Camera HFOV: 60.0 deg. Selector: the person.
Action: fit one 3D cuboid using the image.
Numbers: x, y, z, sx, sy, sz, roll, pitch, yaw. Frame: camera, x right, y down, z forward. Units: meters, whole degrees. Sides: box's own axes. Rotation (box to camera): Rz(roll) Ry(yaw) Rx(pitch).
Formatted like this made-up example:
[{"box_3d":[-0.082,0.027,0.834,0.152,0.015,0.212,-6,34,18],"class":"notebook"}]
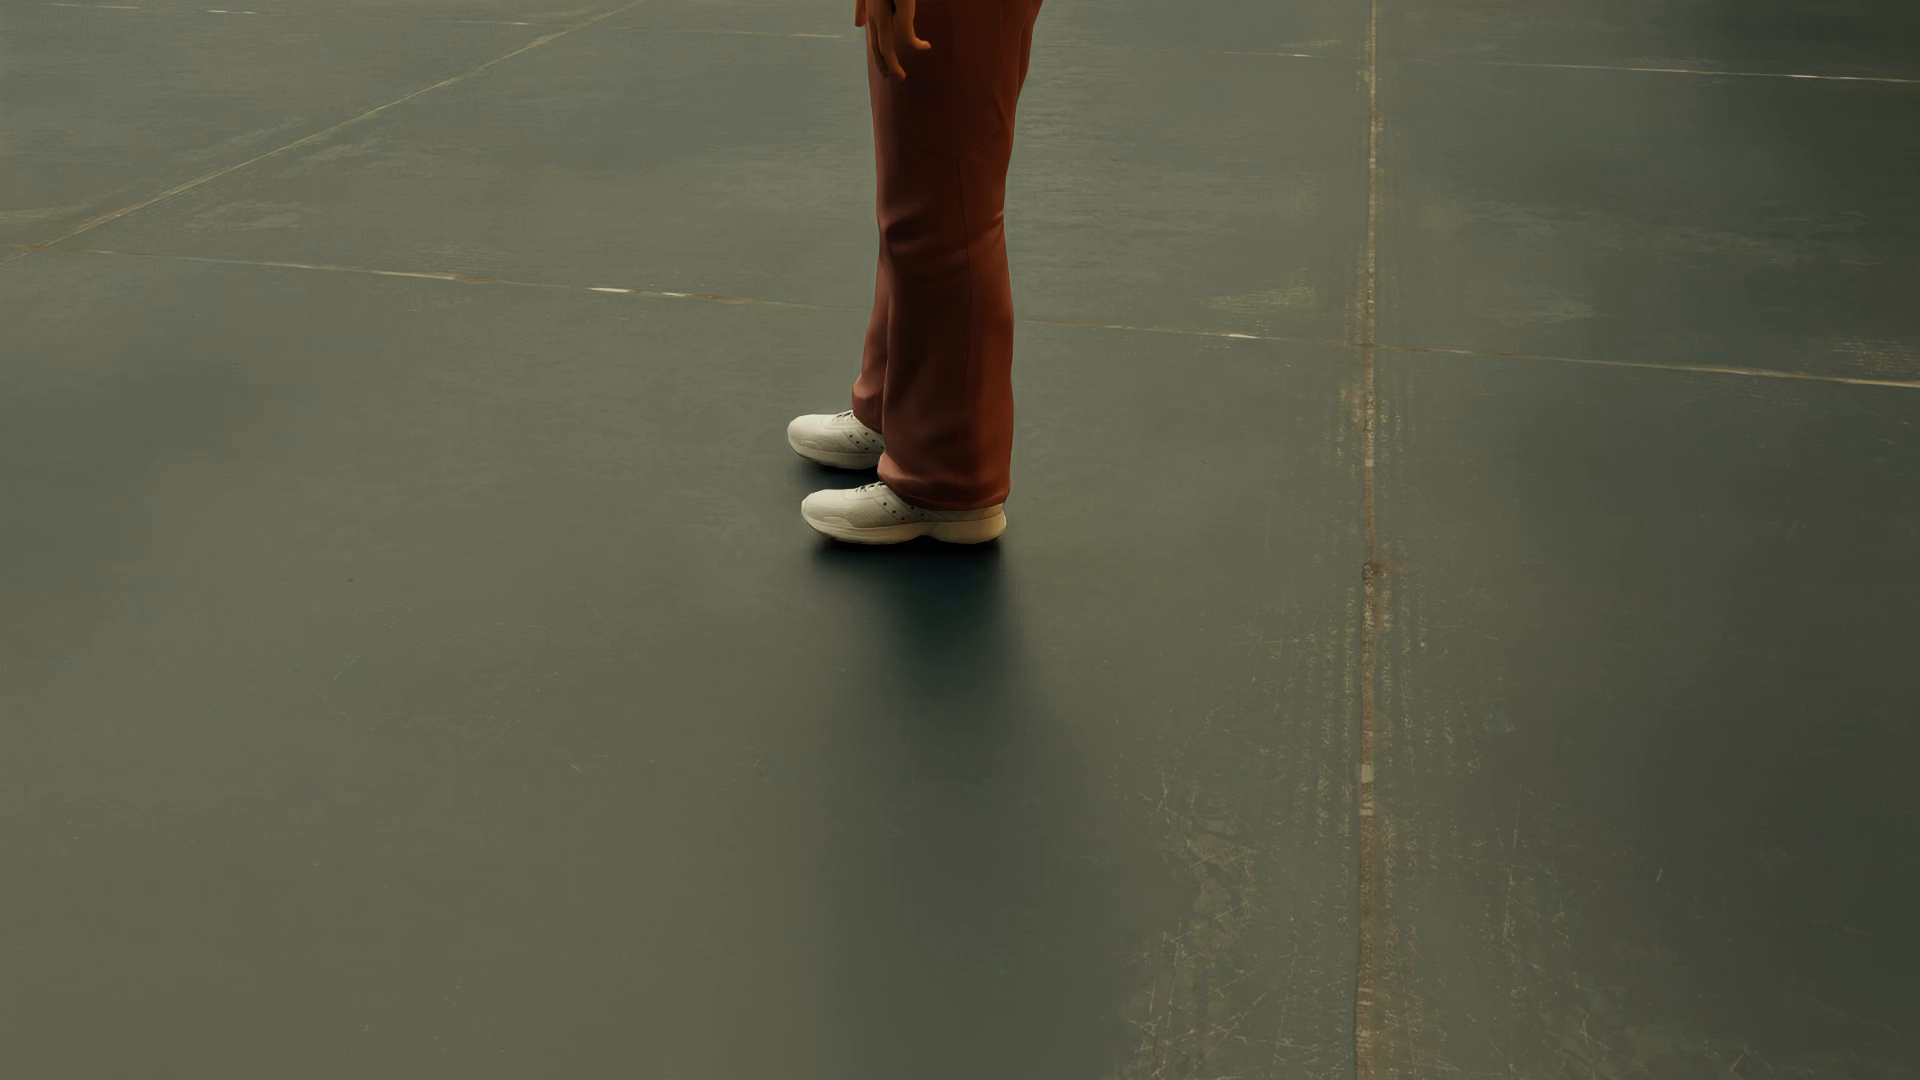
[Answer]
[{"box_3d":[-0.070,-0.767,2.144,0.548,1.673,0.553,6,27,11],"class":"person"}]
